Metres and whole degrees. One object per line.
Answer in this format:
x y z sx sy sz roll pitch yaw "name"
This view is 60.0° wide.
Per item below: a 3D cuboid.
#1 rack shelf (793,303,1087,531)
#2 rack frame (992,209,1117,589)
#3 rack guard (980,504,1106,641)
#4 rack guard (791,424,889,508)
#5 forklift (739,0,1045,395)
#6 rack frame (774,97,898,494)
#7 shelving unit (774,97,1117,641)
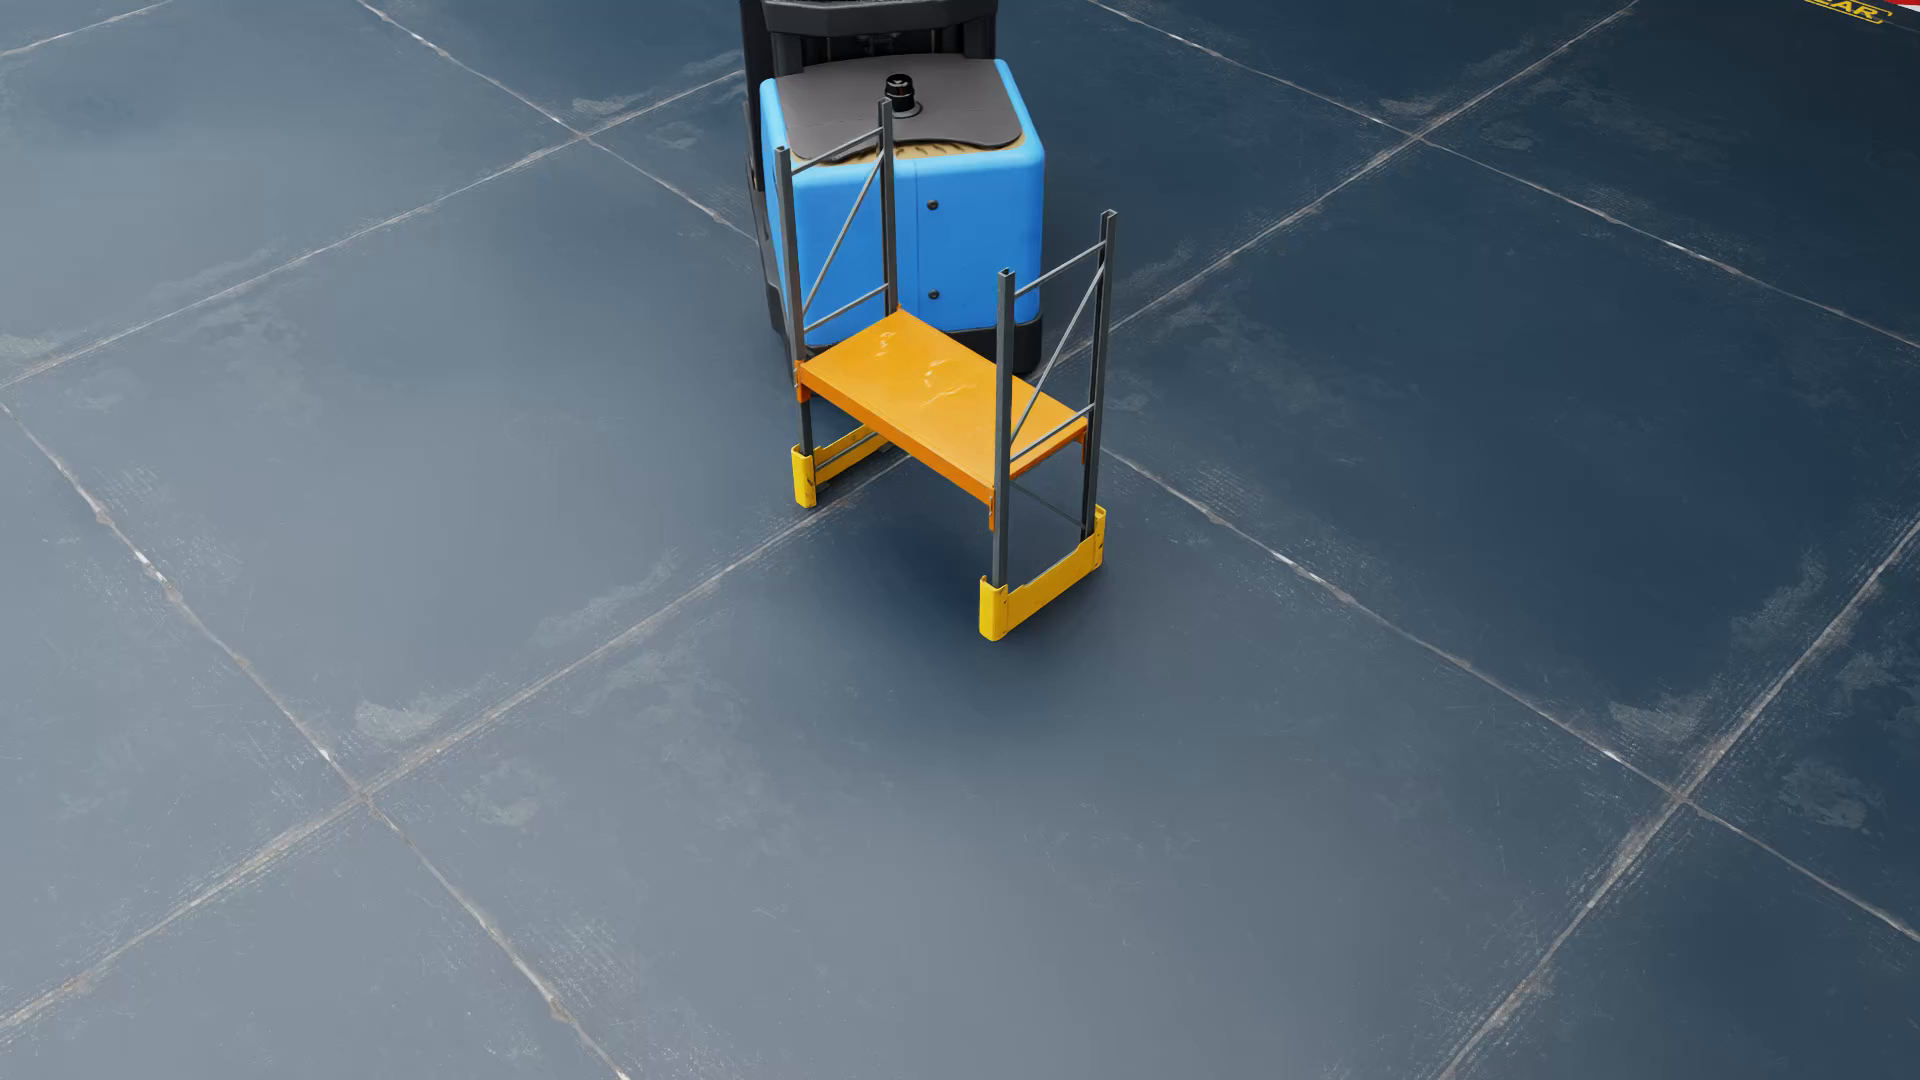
-0.060 -0.460 5.907 0.538 0.185 1.000 -34 53 -31 "rack shelf"
0.299 -0.348 5.521 0.500 1.500 0.032 -34 53 -31 "rack frame"
0.298 0.111 5.946 0.587 0.250 0.087 -34 53 -31 "rack guard"
-0.406 -0.368 6.464 0.587 0.250 0.087 -34 53 -31 "rack guard"
-0.433 -2.677 6.987 1.130 2.935 3.031 -7 43 -8 "forklift"
-0.419 -0.836 6.050 0.500 1.500 0.032 -34 53 -31 "rack frame"
-0.054 -0.587 5.781 0.587 1.500 1.083 -34 53 -31 "shelving unit"
